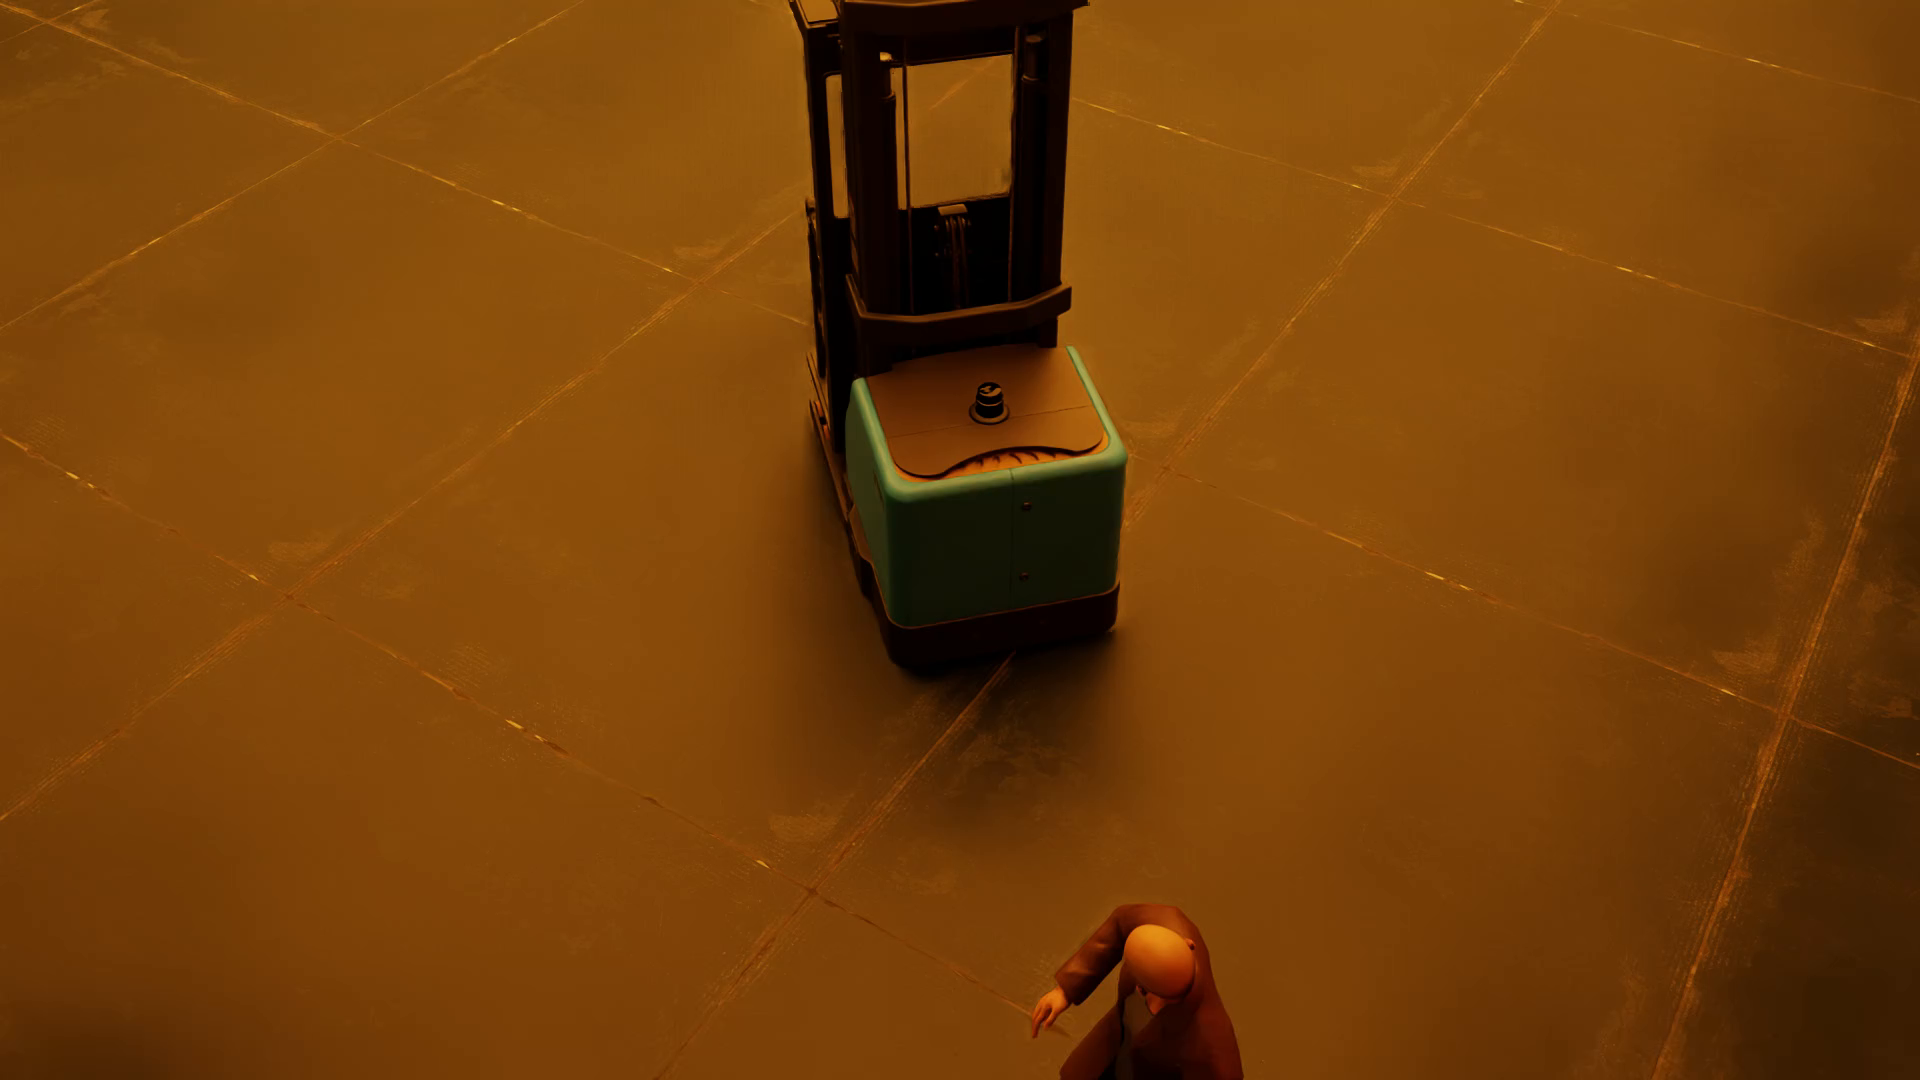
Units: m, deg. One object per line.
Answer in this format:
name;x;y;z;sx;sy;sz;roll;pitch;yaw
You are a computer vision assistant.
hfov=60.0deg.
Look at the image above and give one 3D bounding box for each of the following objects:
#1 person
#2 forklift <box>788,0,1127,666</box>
person;0.528;1.677;4.987;0.551;1.722;0.825;-17;46;-17
forklift;-0.145;-1.540;7.472;1.130;2.935;3.031;-10;44;-10
